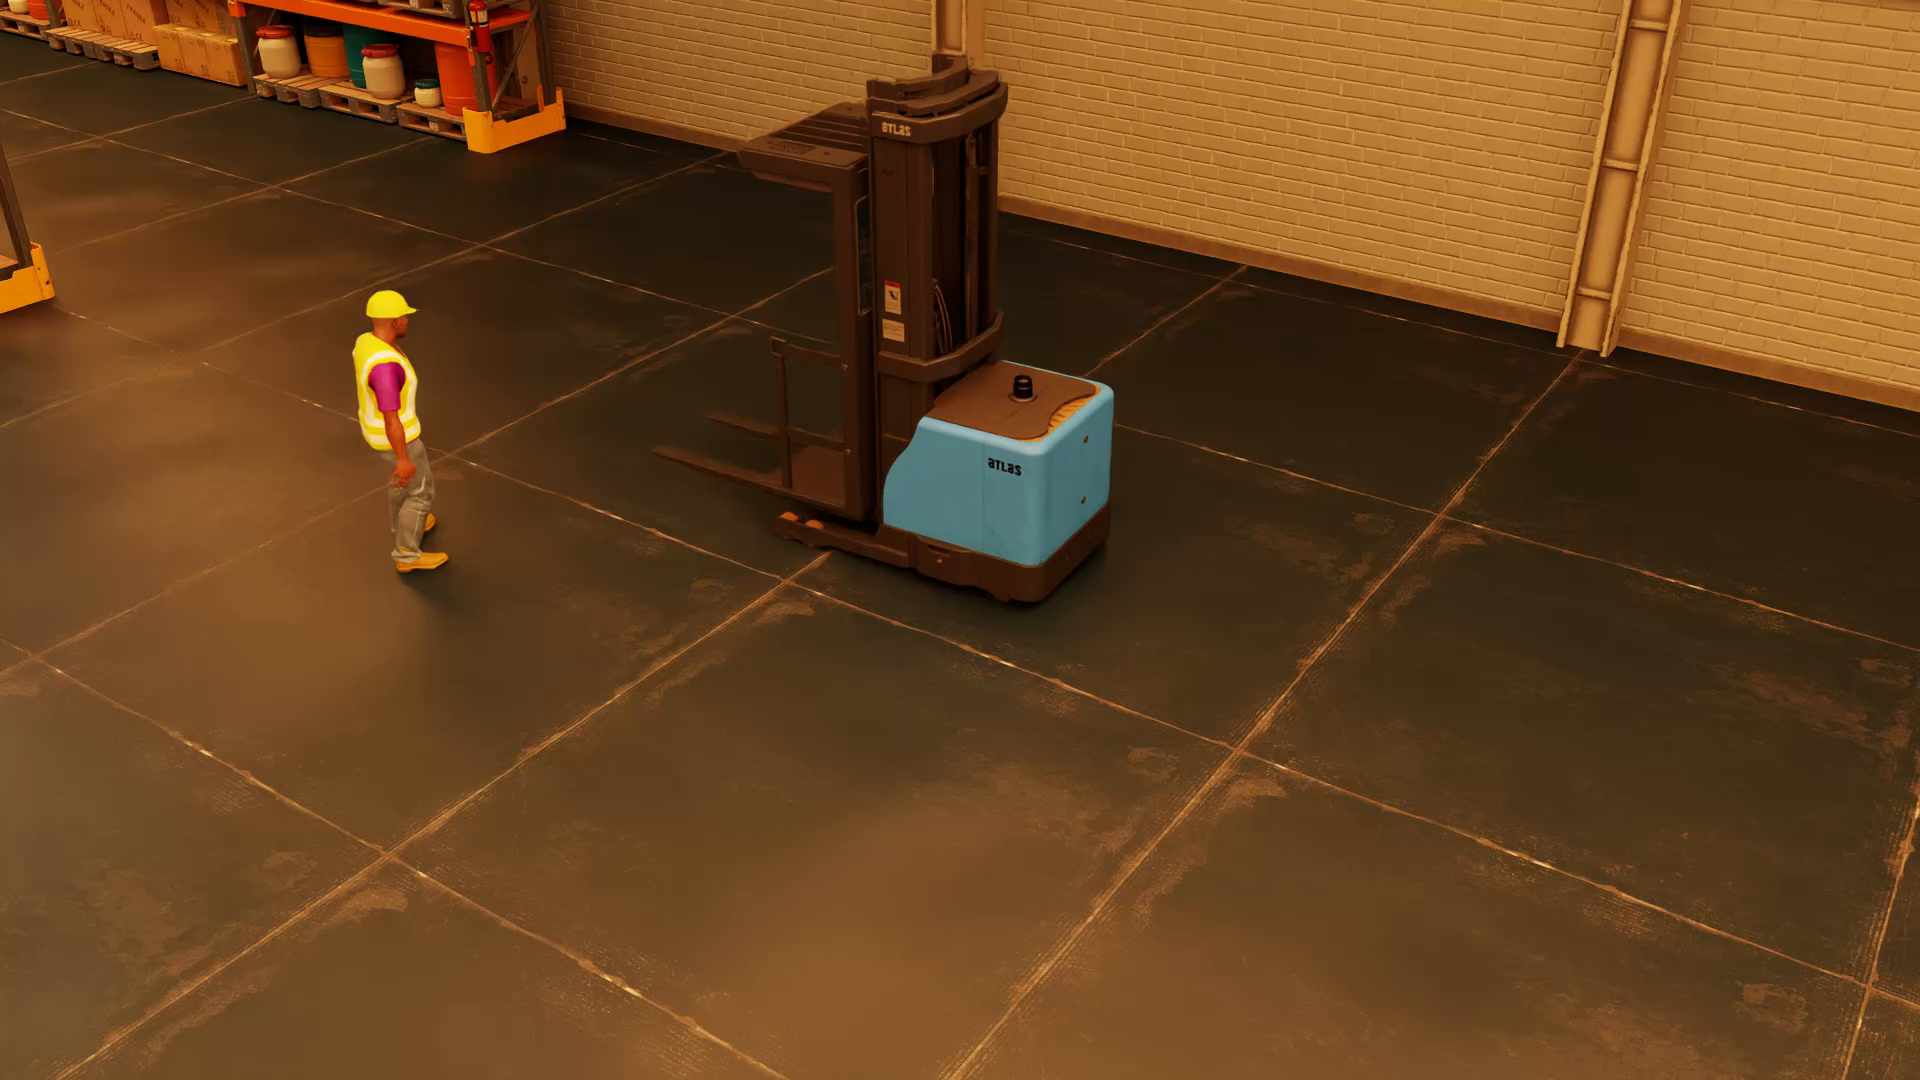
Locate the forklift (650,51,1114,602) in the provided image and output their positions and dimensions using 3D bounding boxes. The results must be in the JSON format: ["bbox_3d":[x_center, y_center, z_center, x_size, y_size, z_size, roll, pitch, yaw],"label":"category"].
[{"bbox_3d":[-0.596,-1.433,10.050,3.031,2.935,1.130,16,34,26],"label":"forklift"}]

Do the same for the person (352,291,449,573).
[{"bbox_3d":[-3.328,-0.655,9.899,0.425,1.738,0.831,-17,34,-26],"label":"person"}]
